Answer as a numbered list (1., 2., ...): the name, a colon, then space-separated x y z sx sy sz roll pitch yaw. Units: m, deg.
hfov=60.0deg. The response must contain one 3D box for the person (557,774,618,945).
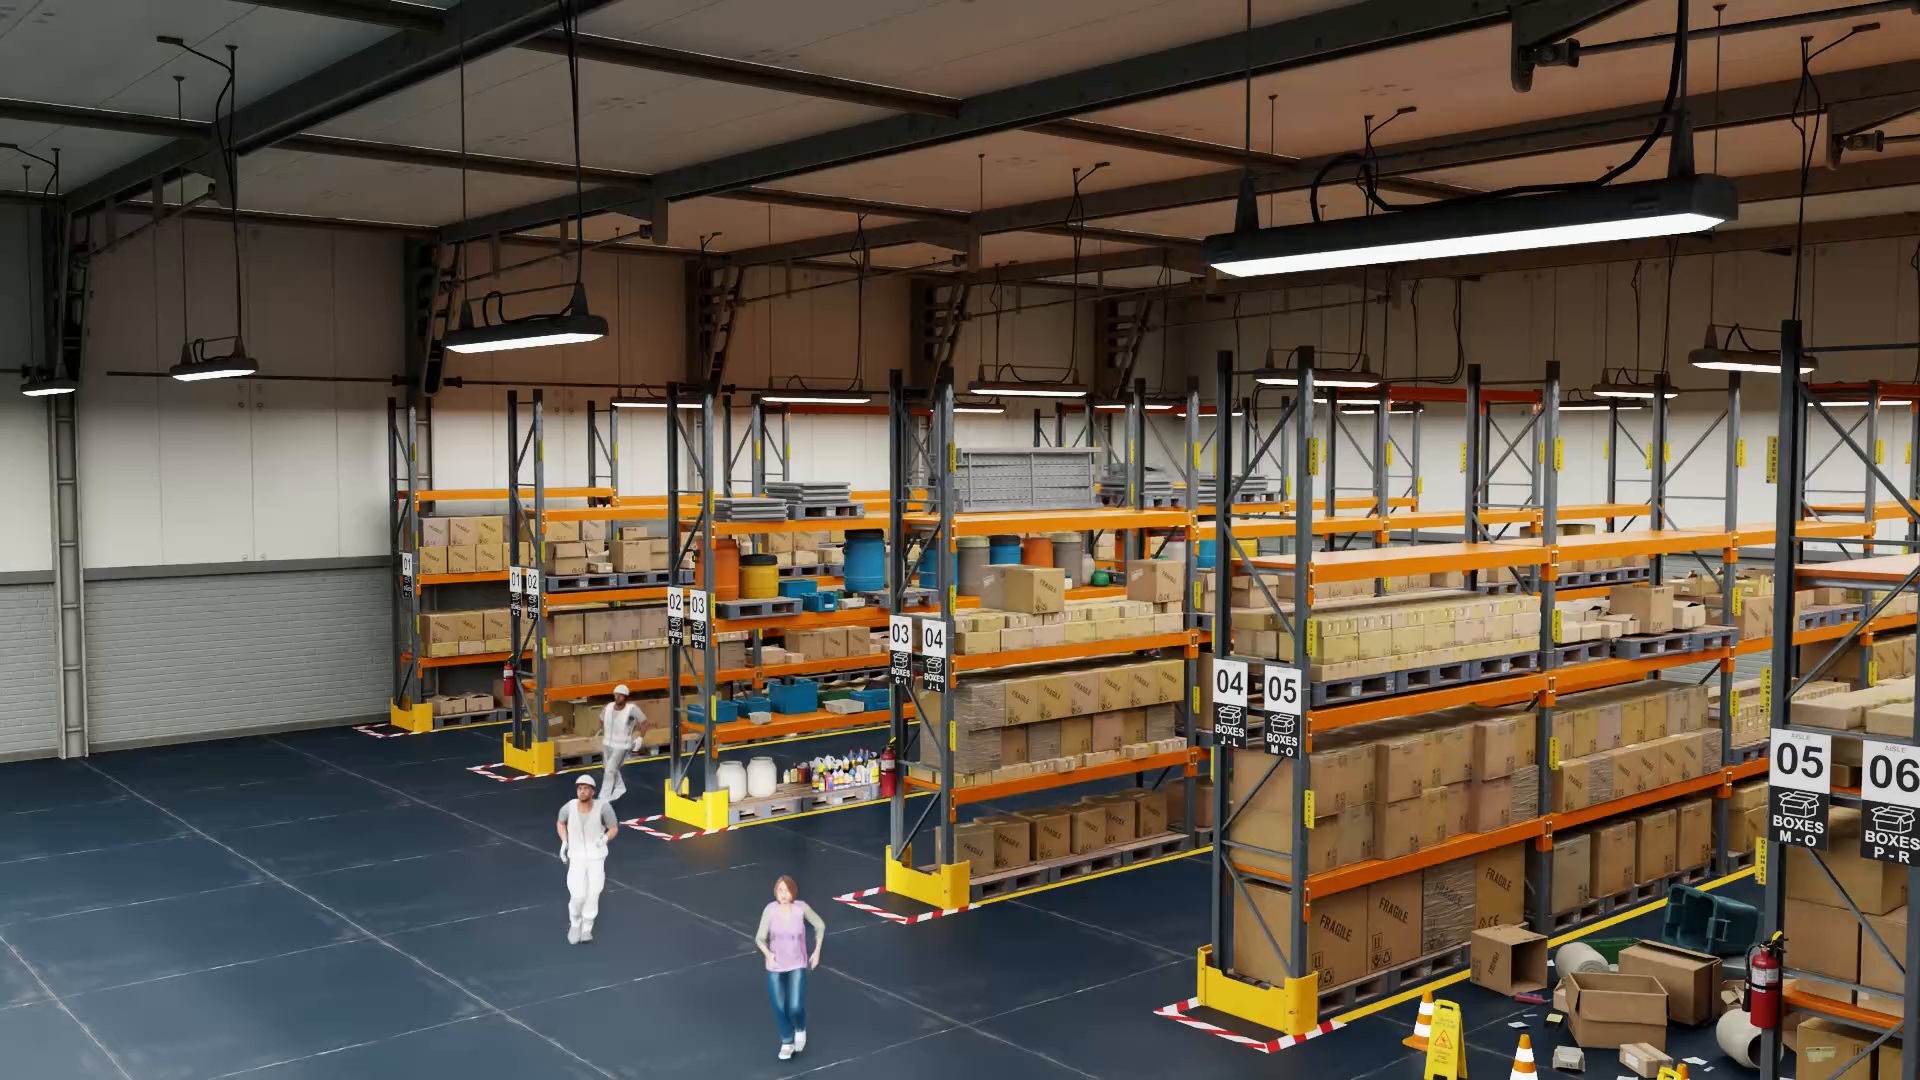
1. person: -3.817 3.282 17.030 0.625 1.762 0.658 -1 3 -10

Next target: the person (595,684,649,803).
1. person: -4.818 2.907 23.323 0.742 1.772 0.958 2 4 28

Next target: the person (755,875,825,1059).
1. person: -1.420 3.579 13.816 0.564 1.538 0.558 0 3 1
